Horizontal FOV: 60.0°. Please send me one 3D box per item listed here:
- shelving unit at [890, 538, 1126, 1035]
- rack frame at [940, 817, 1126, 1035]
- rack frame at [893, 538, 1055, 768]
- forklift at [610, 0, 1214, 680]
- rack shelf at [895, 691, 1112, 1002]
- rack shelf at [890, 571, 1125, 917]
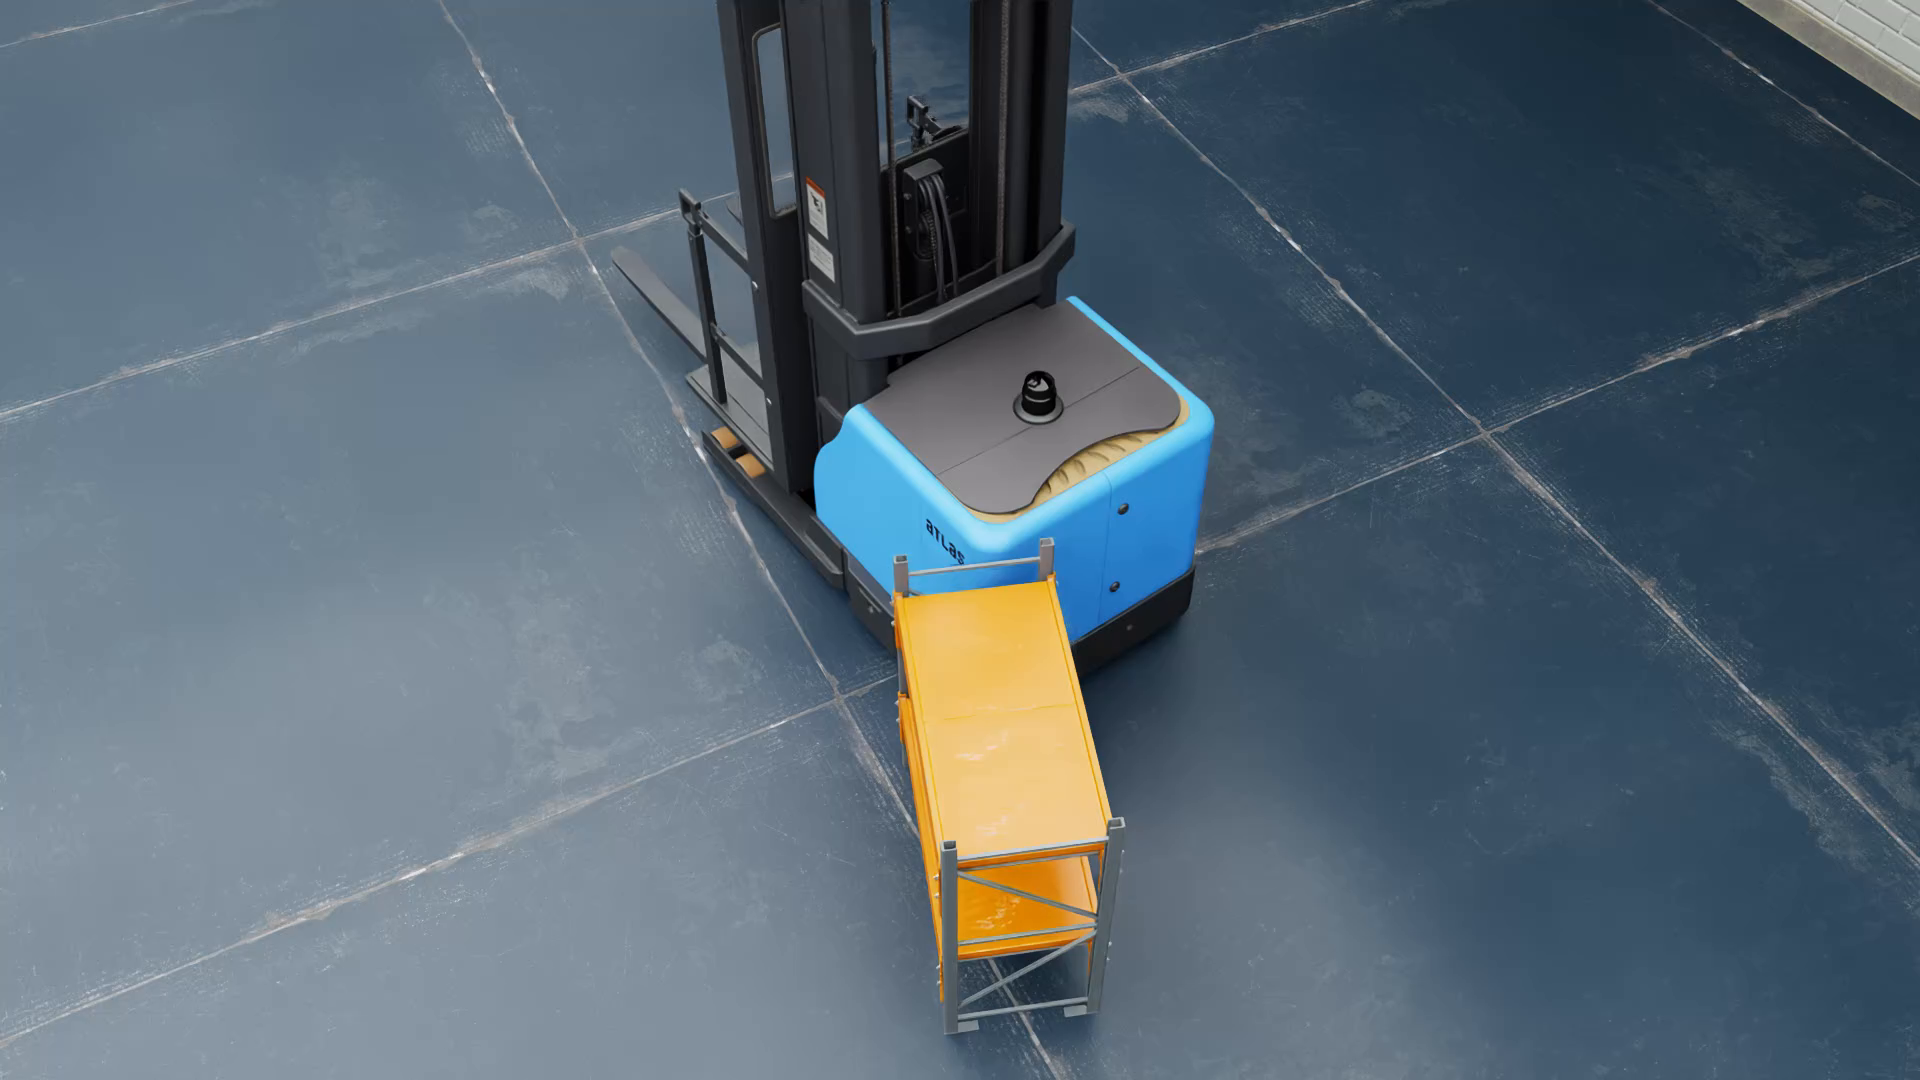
[{"bbox_3d":[0.120,0.780,5.213,0.538,1.125,1.048,-7,49,-6],"label":"shelving unit"},{"bbox_3d":[0.196,1.159,4.882,0.500,1.125,0.032,-7,49,-6],"label":"rack frame"},{"bbox_3d":[0.043,0.402,5.544,0.500,1.125,0.032,-7,49,-6],"label":"rack frame"},{"bbox_3d":[-0.405,-1.355,5.881,1.130,2.935,3.031,-29,55,-23],"label":"forklift"},{"bbox_3d":[0.120,0.941,5.397,0.538,0.278,1.000,-7,49,-6],"label":"rack shelf"},{"bbox_3d":[0.120,0.588,4.992,0.538,0.278,1.000,-7,49,-6],"label":"rack shelf"}]
